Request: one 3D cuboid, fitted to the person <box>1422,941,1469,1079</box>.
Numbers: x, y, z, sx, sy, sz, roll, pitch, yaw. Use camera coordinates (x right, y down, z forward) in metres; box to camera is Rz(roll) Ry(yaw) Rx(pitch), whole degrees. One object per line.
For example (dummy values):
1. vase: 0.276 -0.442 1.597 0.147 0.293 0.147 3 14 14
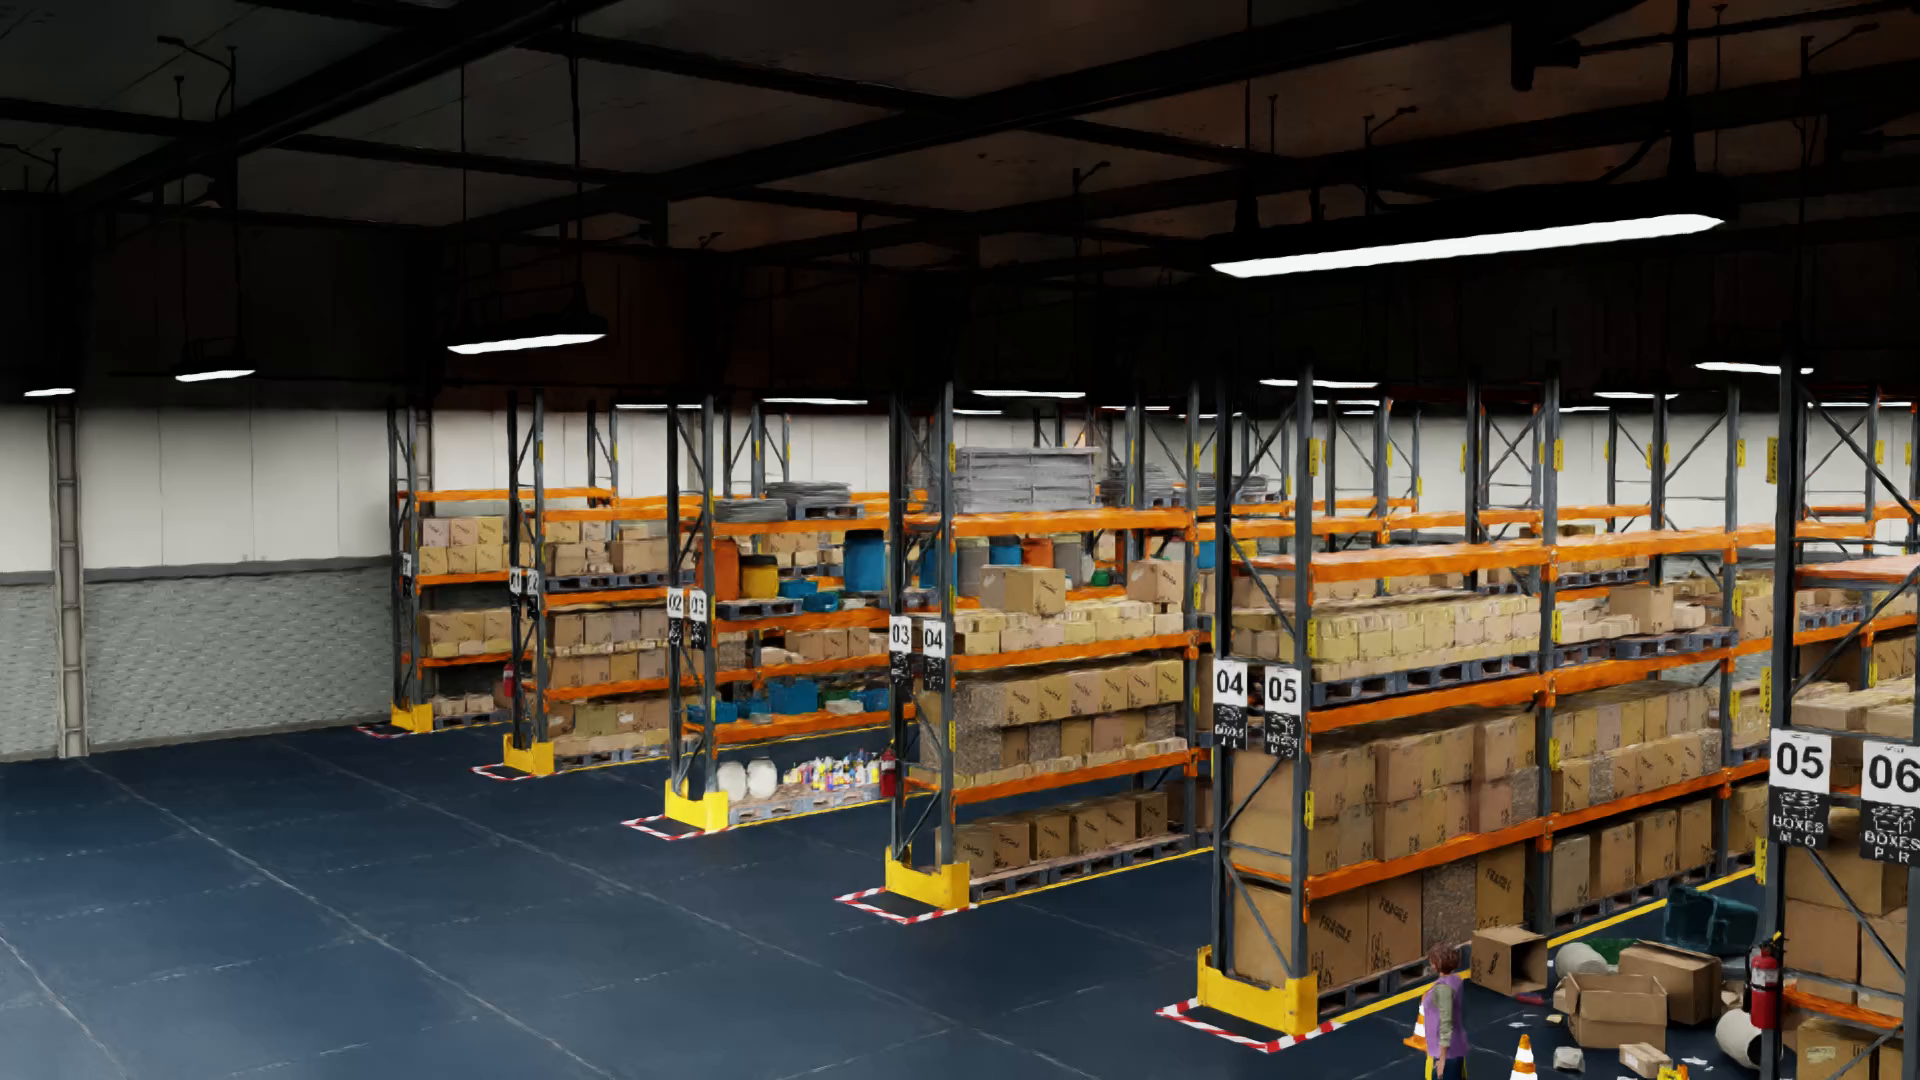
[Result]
1. person: 3.557 3.681 11.904 0.491 1.589 0.515 1 4 23
